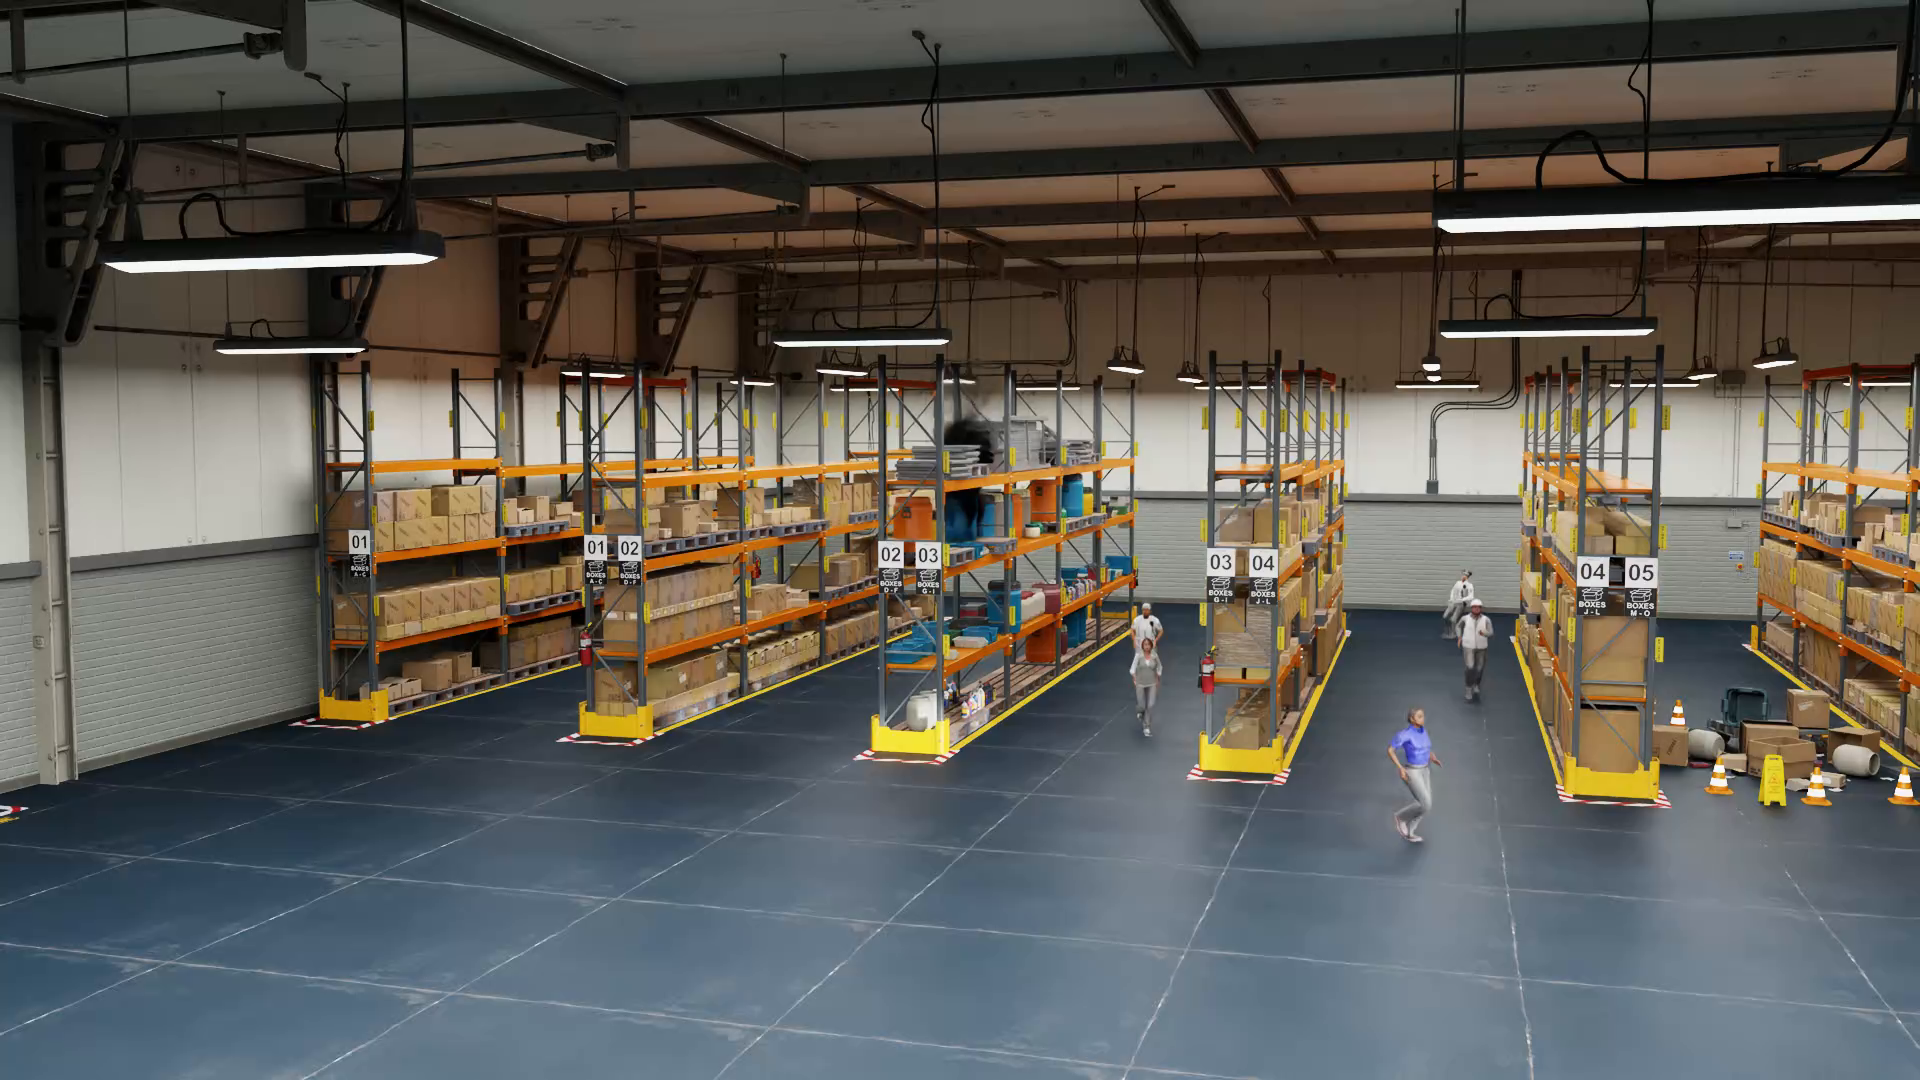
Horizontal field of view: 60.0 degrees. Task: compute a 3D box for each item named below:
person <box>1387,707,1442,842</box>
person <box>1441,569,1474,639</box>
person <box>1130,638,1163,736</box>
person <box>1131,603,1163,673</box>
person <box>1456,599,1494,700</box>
[{"bbox_3d":[5.442,2.837,19.684,0.572,1.509,0.559,-3,5,-38],"label":"person"},{"bbox_3d":[11.378,1.473,38.052,0.570,1.625,0.714,-3,5,-34],"label":"person"},{"bbox_3d":[2.982,2.332,26.638,0.524,1.565,0.646,0,4,0],"label":"person"},{"bbox_3d":[3.467,1.987,30.900,0.618,1.635,0.545,1,4,11],"label":"person"},{"bbox_3d":[9.300,1.977,30.038,0.624,1.831,0.752,1,4,9],"label":"person"}]
